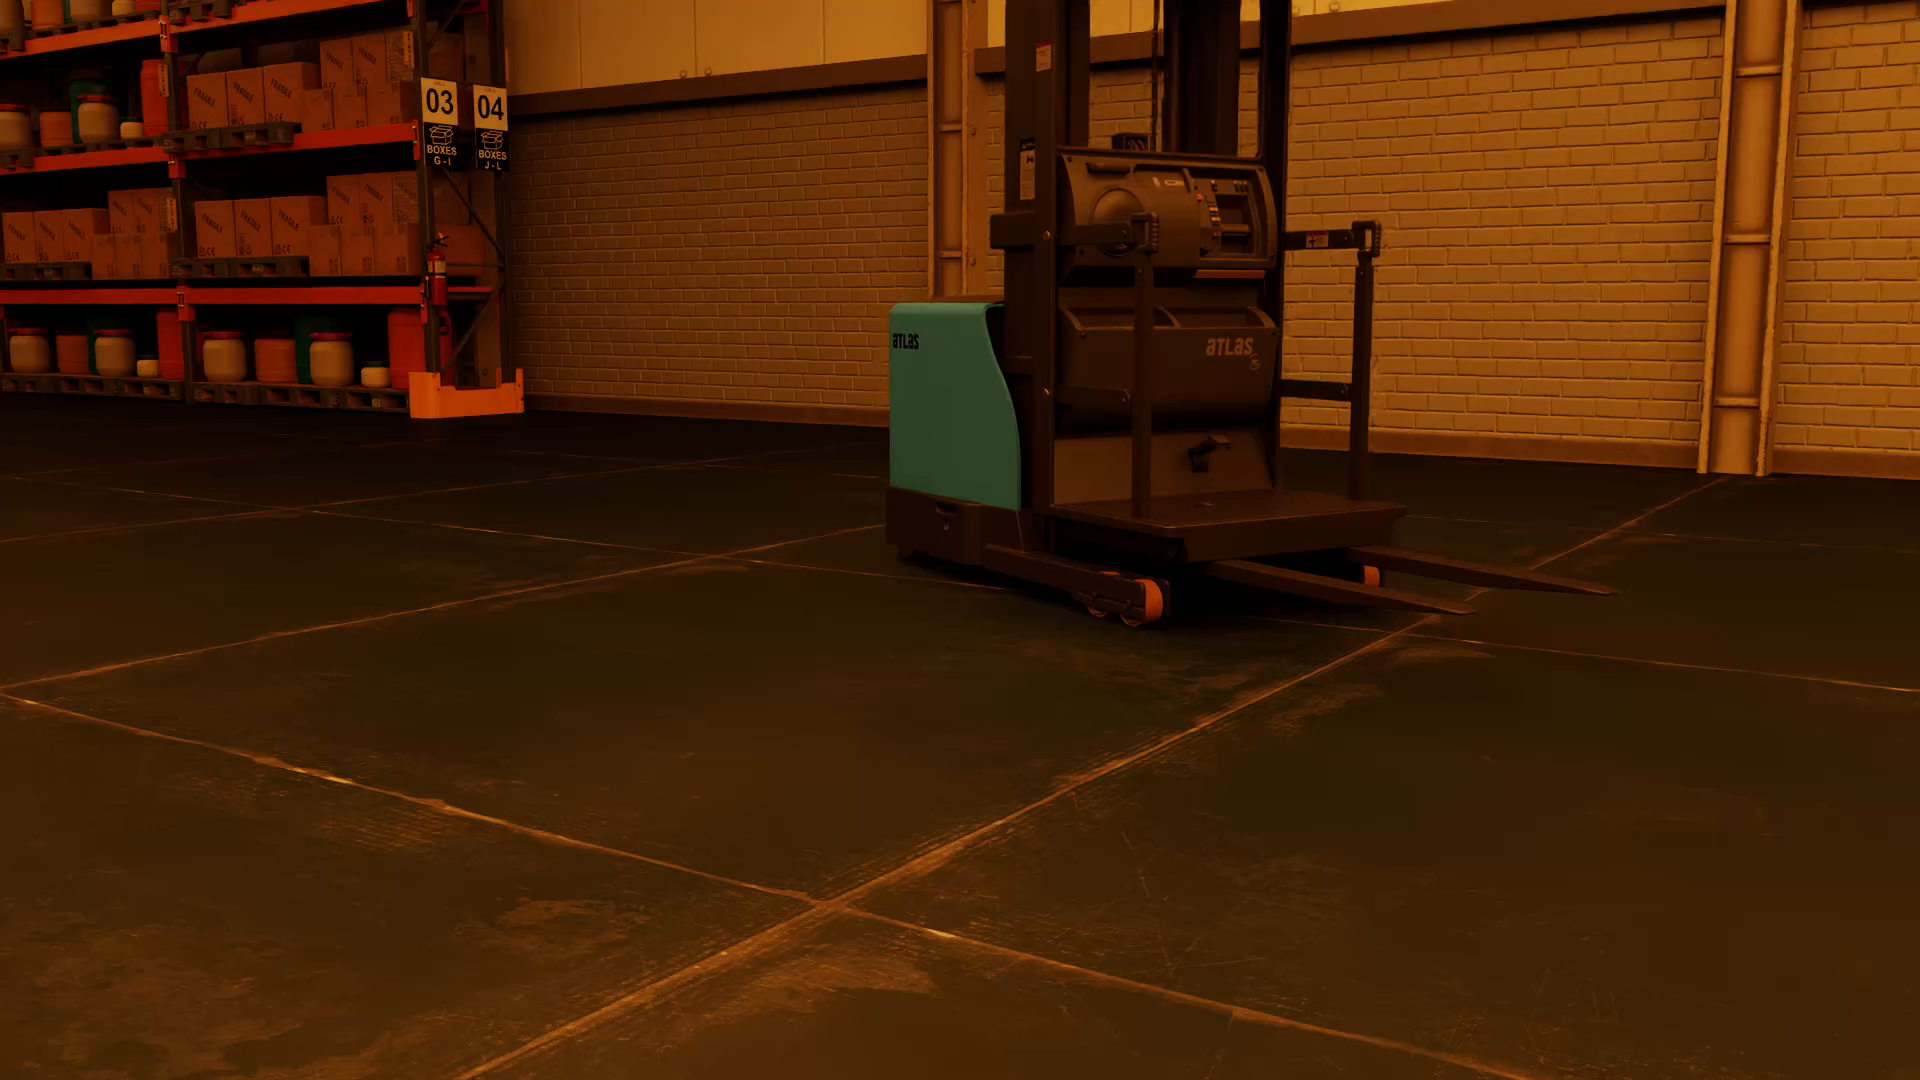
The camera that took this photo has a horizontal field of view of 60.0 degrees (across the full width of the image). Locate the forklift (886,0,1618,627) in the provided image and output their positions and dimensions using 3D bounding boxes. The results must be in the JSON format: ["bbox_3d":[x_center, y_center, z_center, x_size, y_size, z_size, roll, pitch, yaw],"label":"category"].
[{"bbox_3d":[0.885,-1.234,5.870,1.130,2.935,3.031,-5,9,-31],"label":"forklift"}]
